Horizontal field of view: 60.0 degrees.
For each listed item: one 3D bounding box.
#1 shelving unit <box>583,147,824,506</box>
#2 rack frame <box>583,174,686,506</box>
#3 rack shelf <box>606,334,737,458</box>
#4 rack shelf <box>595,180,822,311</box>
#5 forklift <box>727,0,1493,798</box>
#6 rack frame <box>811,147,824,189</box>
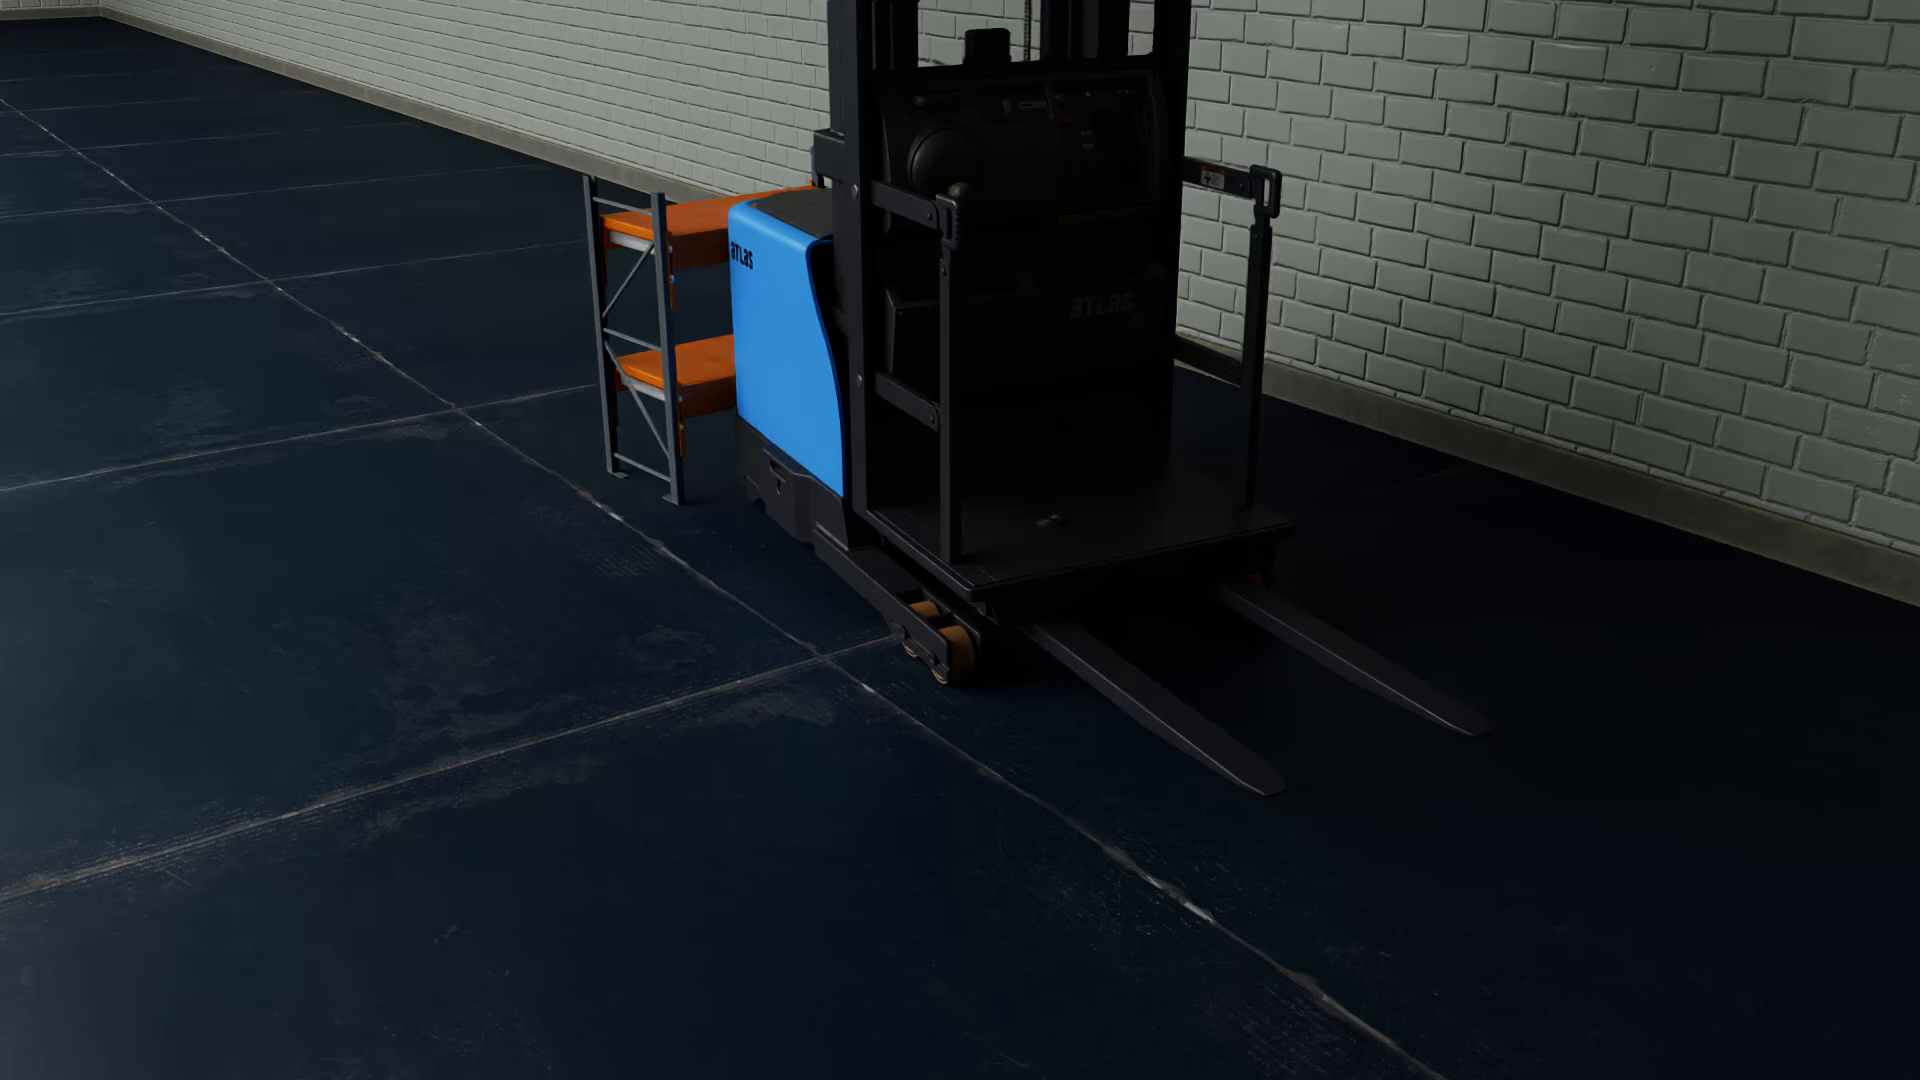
[{"bbox_3d":[-0.796,-0.845,6.319,1.048,1.125,0.538,-18,28,-38],"label":"shelving unit"},{"bbox_3d":[-1.177,-0.720,6.006,0.032,1.125,0.500,-18,28,-38],"label":"rack frame"},{"bbox_3d":[-0.796,-0.617,6.410,1.000,0.278,0.538,-18,28,-38],"label":"rack shelf"},{"bbox_3d":[-0.796,-1.116,6.211,1.000,0.278,0.538,-18,28,-38],"label":"rack shelf"},{"bbox_3d":[0.294,-1.141,4.626,1.130,2.935,3.031,-11,24,-25],"label":"forklift"},{"bbox_3d":[-0.416,-0.969,6.633,0.032,1.125,0.500,-18,28,-38],"label":"rack frame"}]
